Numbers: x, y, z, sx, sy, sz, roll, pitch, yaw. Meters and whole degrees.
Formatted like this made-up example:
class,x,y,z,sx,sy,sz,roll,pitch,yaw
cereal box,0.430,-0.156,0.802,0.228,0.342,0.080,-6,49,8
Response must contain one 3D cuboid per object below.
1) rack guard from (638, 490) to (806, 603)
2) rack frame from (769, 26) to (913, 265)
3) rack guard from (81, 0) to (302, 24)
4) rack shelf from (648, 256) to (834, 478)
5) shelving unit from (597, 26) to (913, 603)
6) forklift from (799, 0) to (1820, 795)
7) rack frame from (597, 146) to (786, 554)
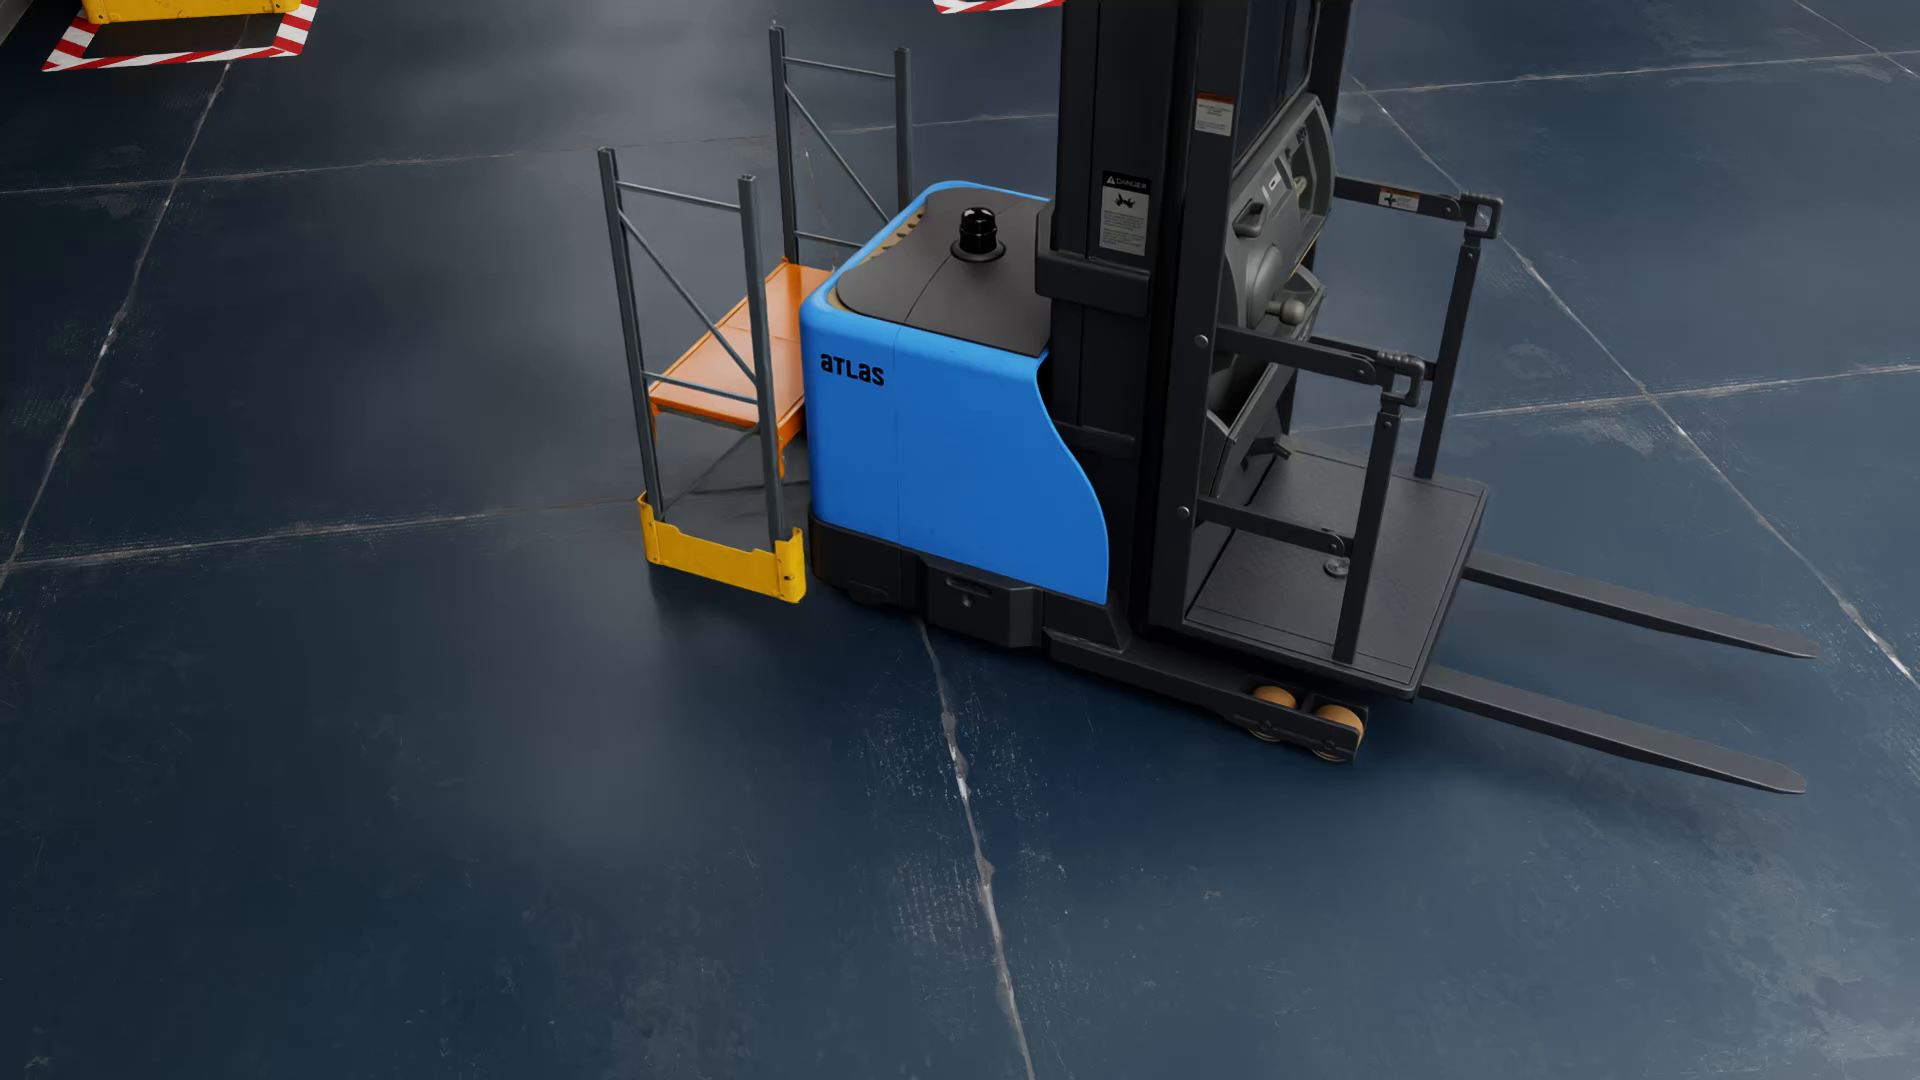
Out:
class,x,y,z,sx,sy,sz,roll,pitch,yaw
rack guard,-0.790,0.018,5.524,0.587,0.250,0.087,15,40,18
rack frame,-0.395,-1.038,5.863,0.500,1.500,0.032,15,40,18
rack guard,-4.484,-3.328,9.626,1.175,0.500,0.348,-6,38,-8
rack shelf,-0.596,-0.609,5.605,0.538,0.185,1.000,15,40,18
shelving unit,-0.593,-0.756,5.501,0.587,1.500,1.083,15,40,18
forklift,1.063,-0.878,4.491,3.031,2.935,1.130,16,41,20
rack frame,-0.798,-0.465,5.126,0.500,1.500,0.032,15,40,18
